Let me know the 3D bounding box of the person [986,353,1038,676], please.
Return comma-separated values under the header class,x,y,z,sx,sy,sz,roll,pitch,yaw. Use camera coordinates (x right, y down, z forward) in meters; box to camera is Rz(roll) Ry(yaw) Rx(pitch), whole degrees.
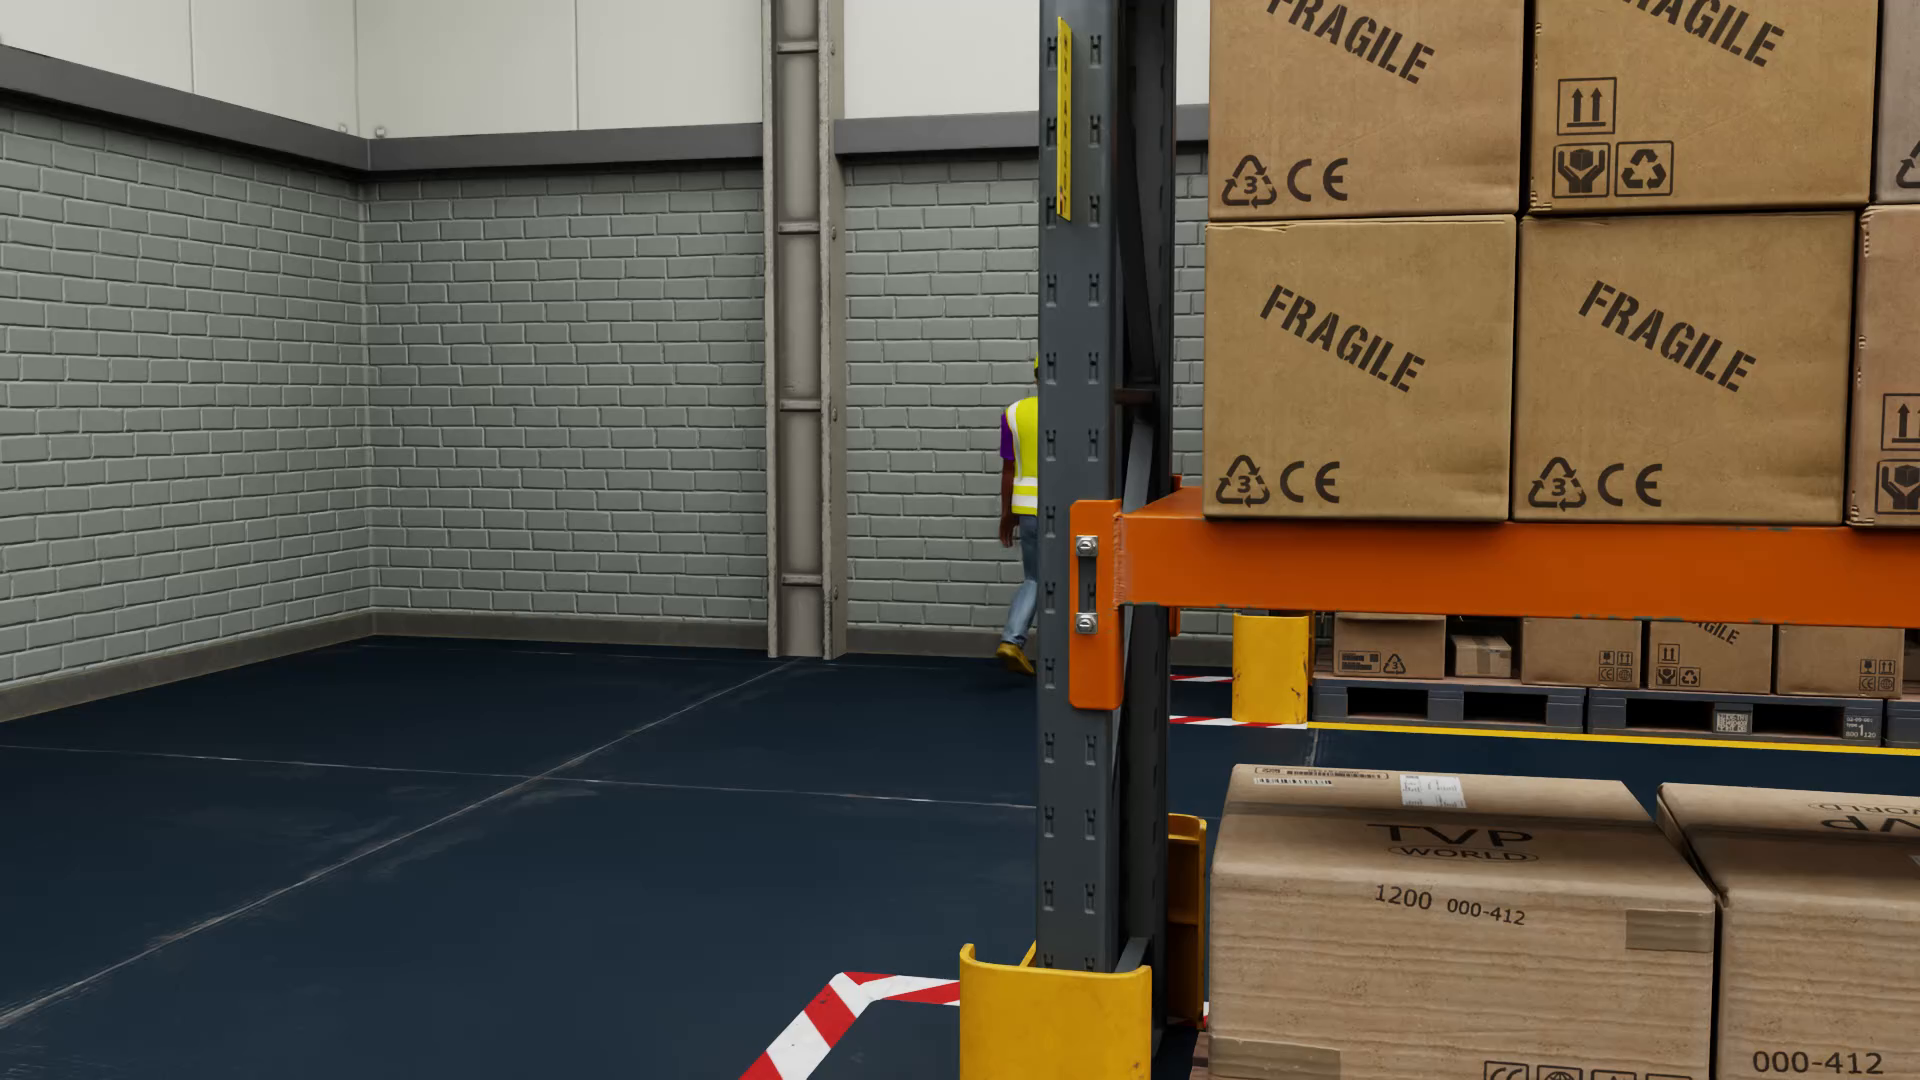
class,x,y,z,sx,sy,sz,roll,pitch,yaw
person,0.493,-0.132,8.818,0.640,1.780,0.543,2,5,20
